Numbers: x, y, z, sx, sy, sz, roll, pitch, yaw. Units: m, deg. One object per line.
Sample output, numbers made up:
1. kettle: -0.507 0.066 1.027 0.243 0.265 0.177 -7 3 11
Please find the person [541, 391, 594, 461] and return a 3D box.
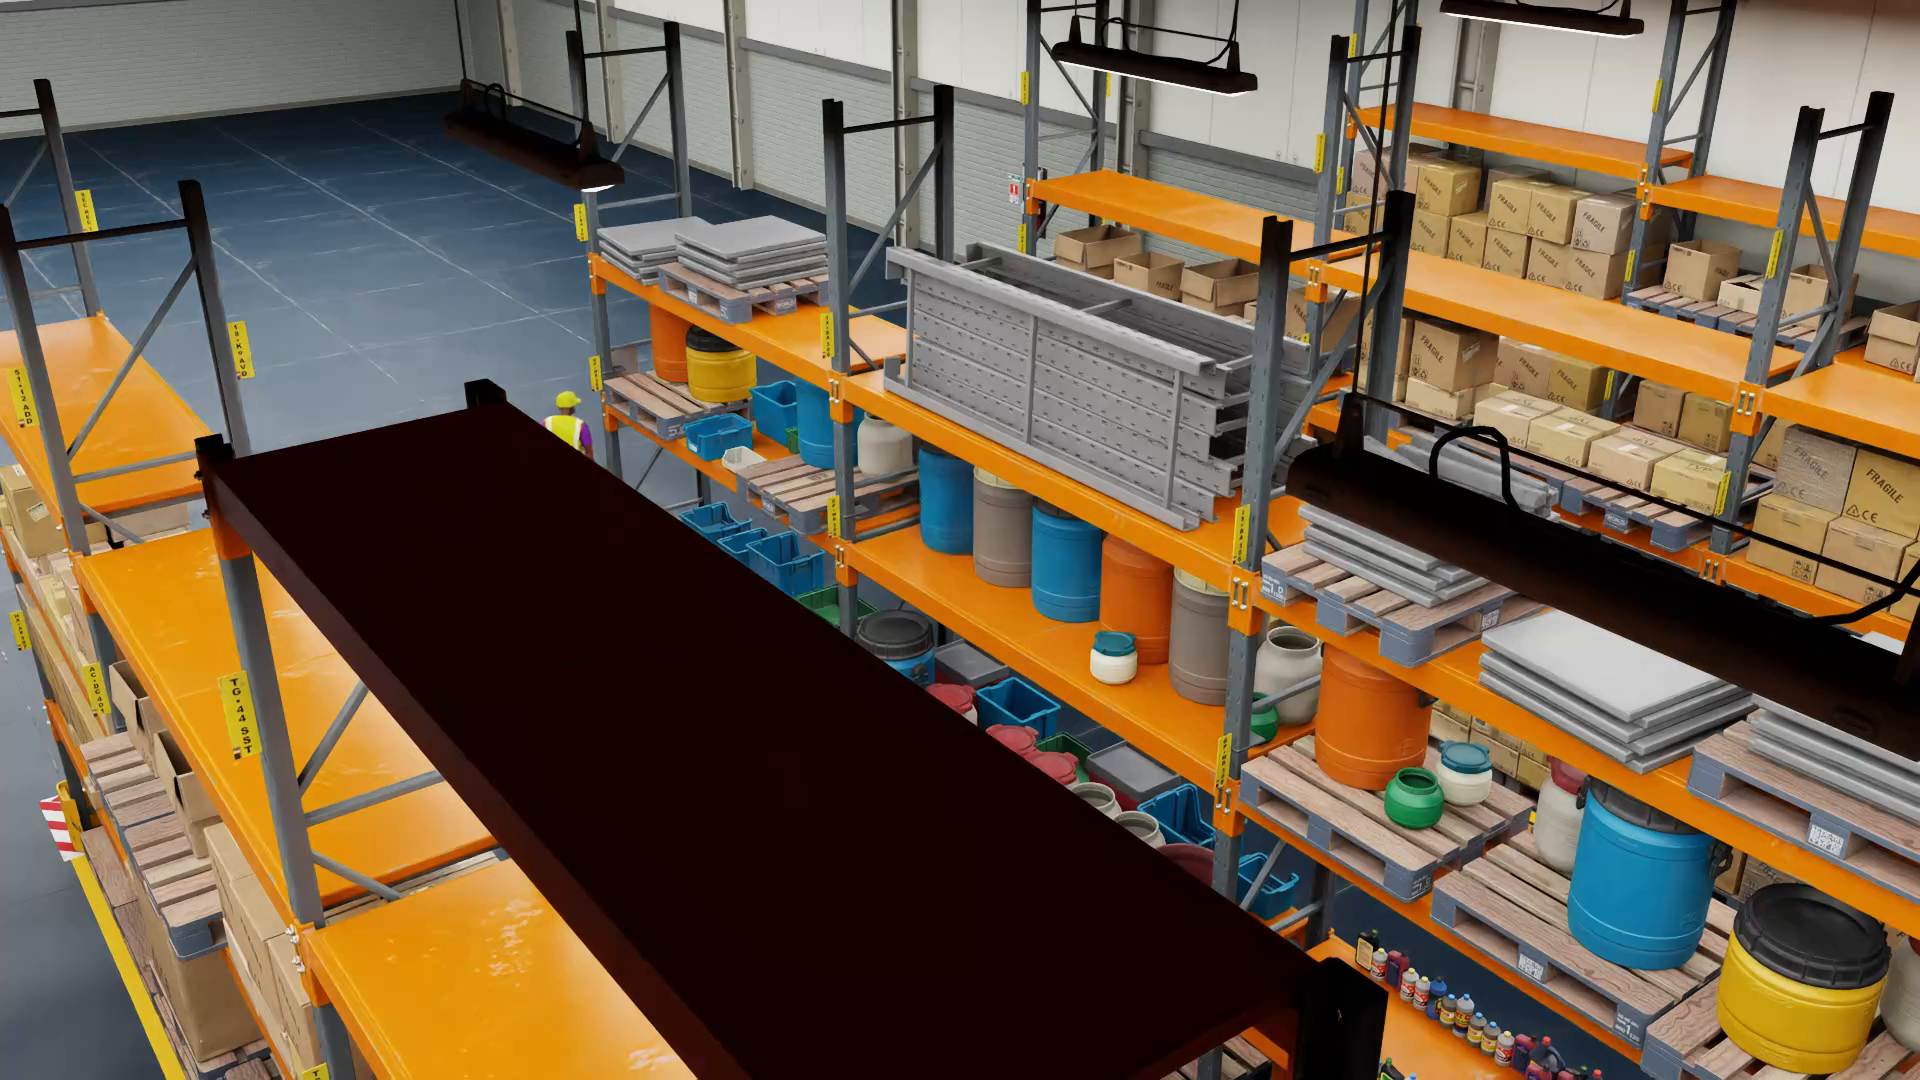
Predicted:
1. person: -4.412 -0.816 18.699 0.626 1.734 0.646 -4 25 -8
